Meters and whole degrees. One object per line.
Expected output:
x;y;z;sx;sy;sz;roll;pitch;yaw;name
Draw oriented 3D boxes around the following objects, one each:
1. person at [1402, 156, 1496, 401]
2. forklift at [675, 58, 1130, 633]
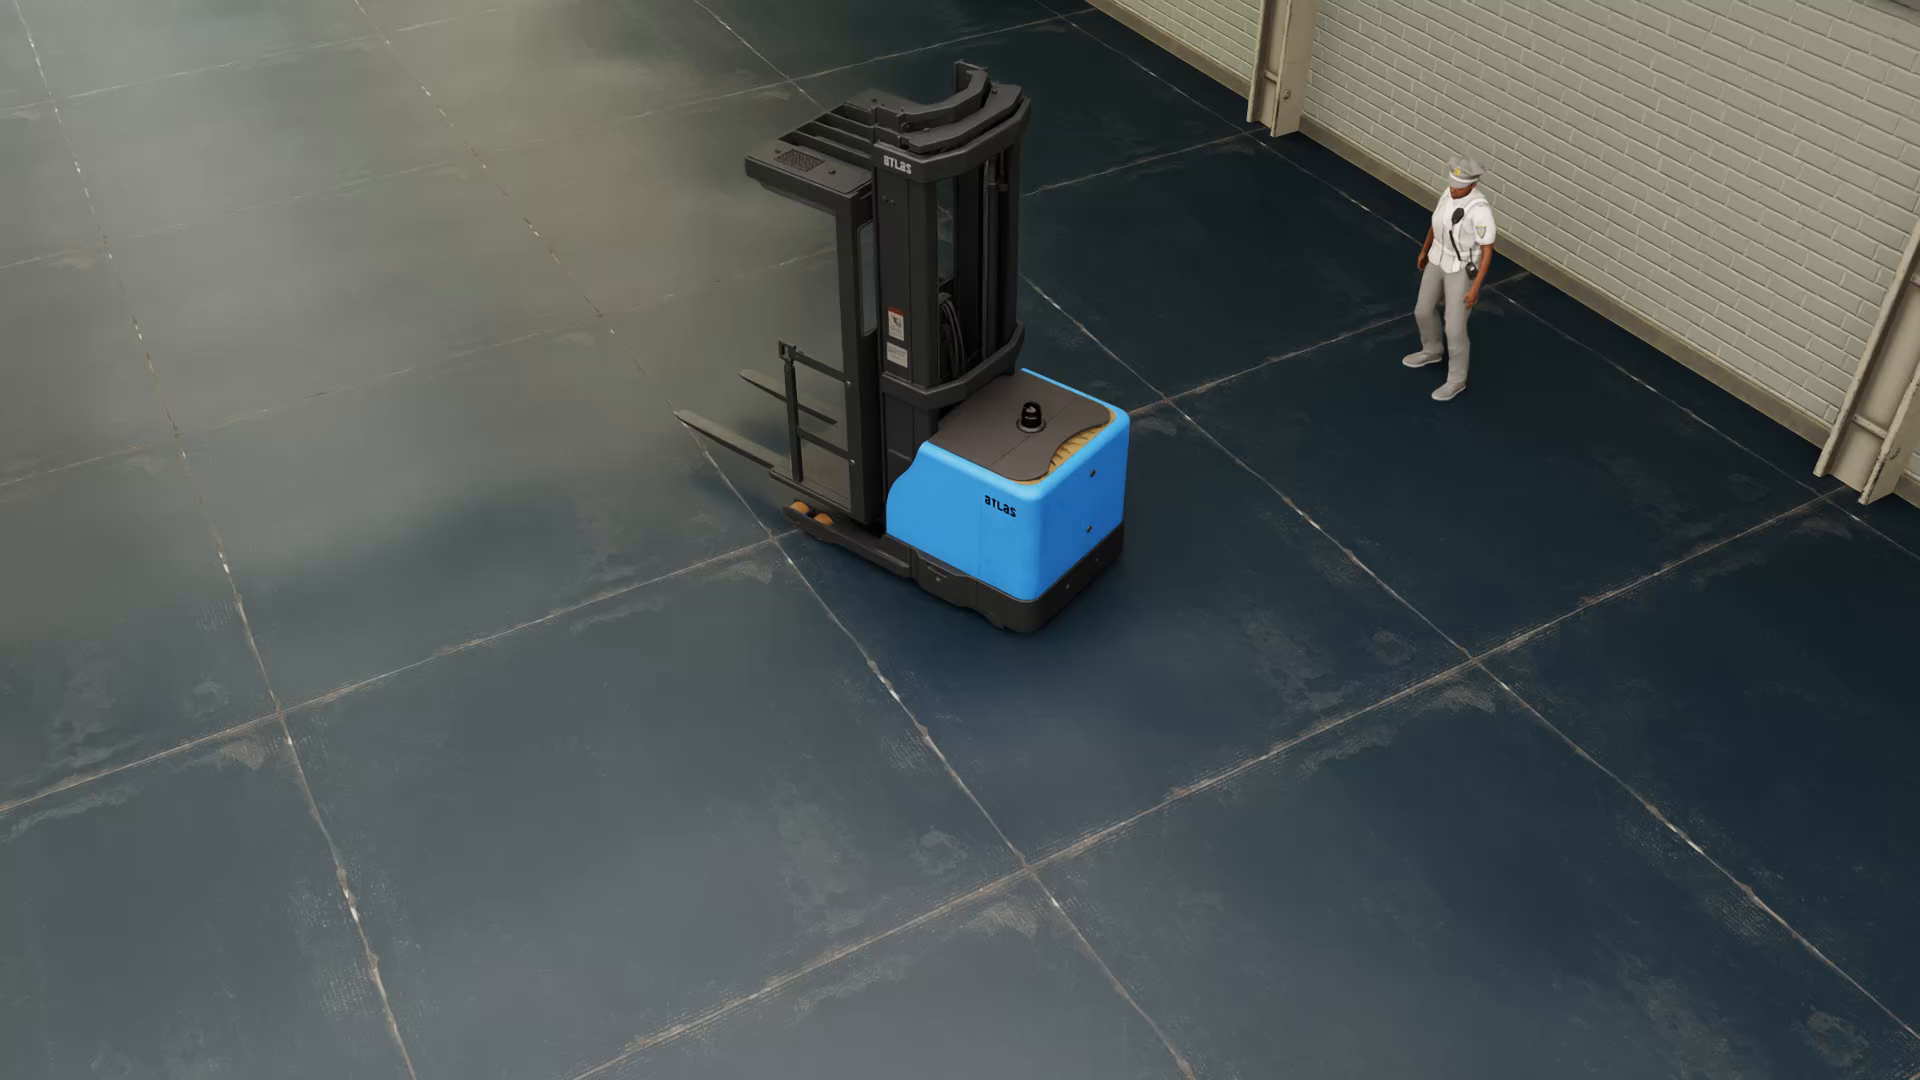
3.318;-1.813;11.237;0.396;1.640;0.678;-18;43;-20;person
-0.481;-1.366;9.683;3.031;2.935;1.130;26;46;28;forklift
